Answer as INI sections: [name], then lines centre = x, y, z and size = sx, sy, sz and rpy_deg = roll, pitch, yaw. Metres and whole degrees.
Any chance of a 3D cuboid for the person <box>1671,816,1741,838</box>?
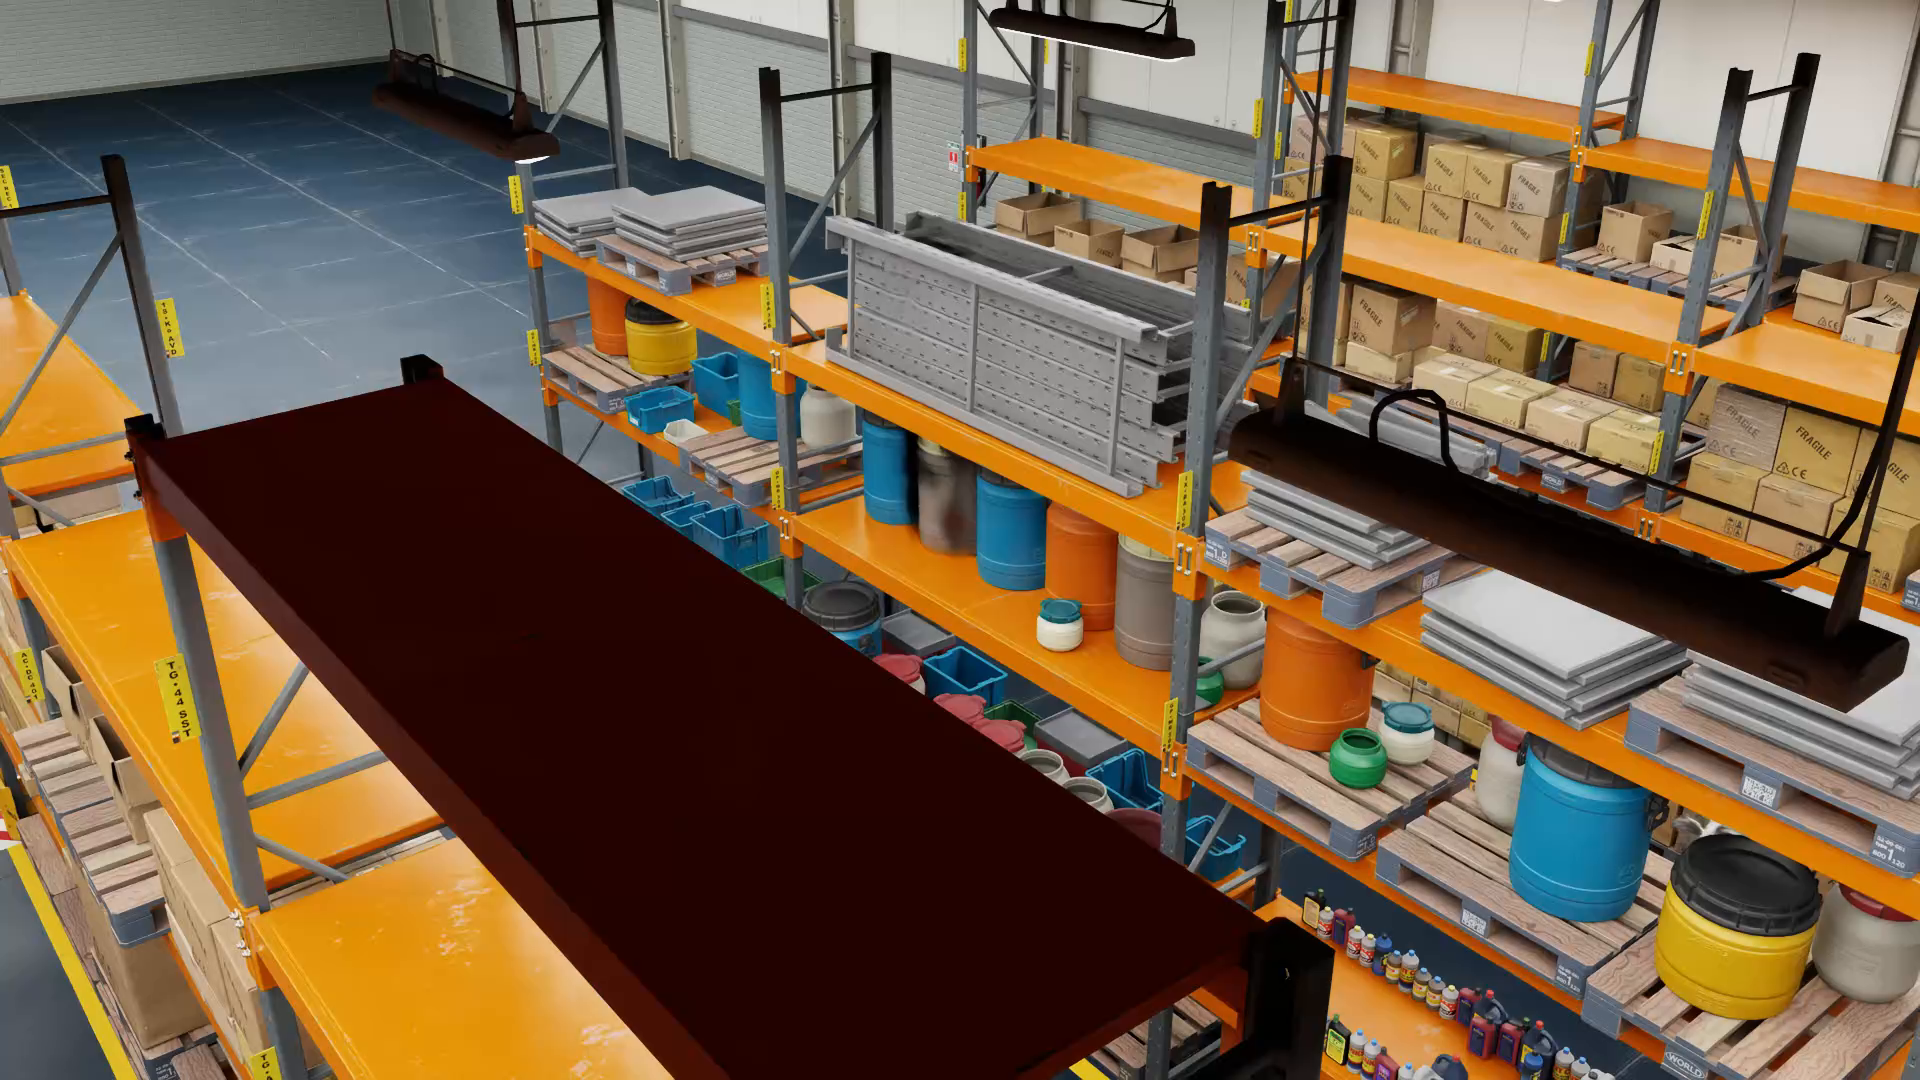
[person]
centre = 5.174, 2.359, 11.366
size = 0.653, 1.814, 0.828
rpy_deg = -20, 32, -36
